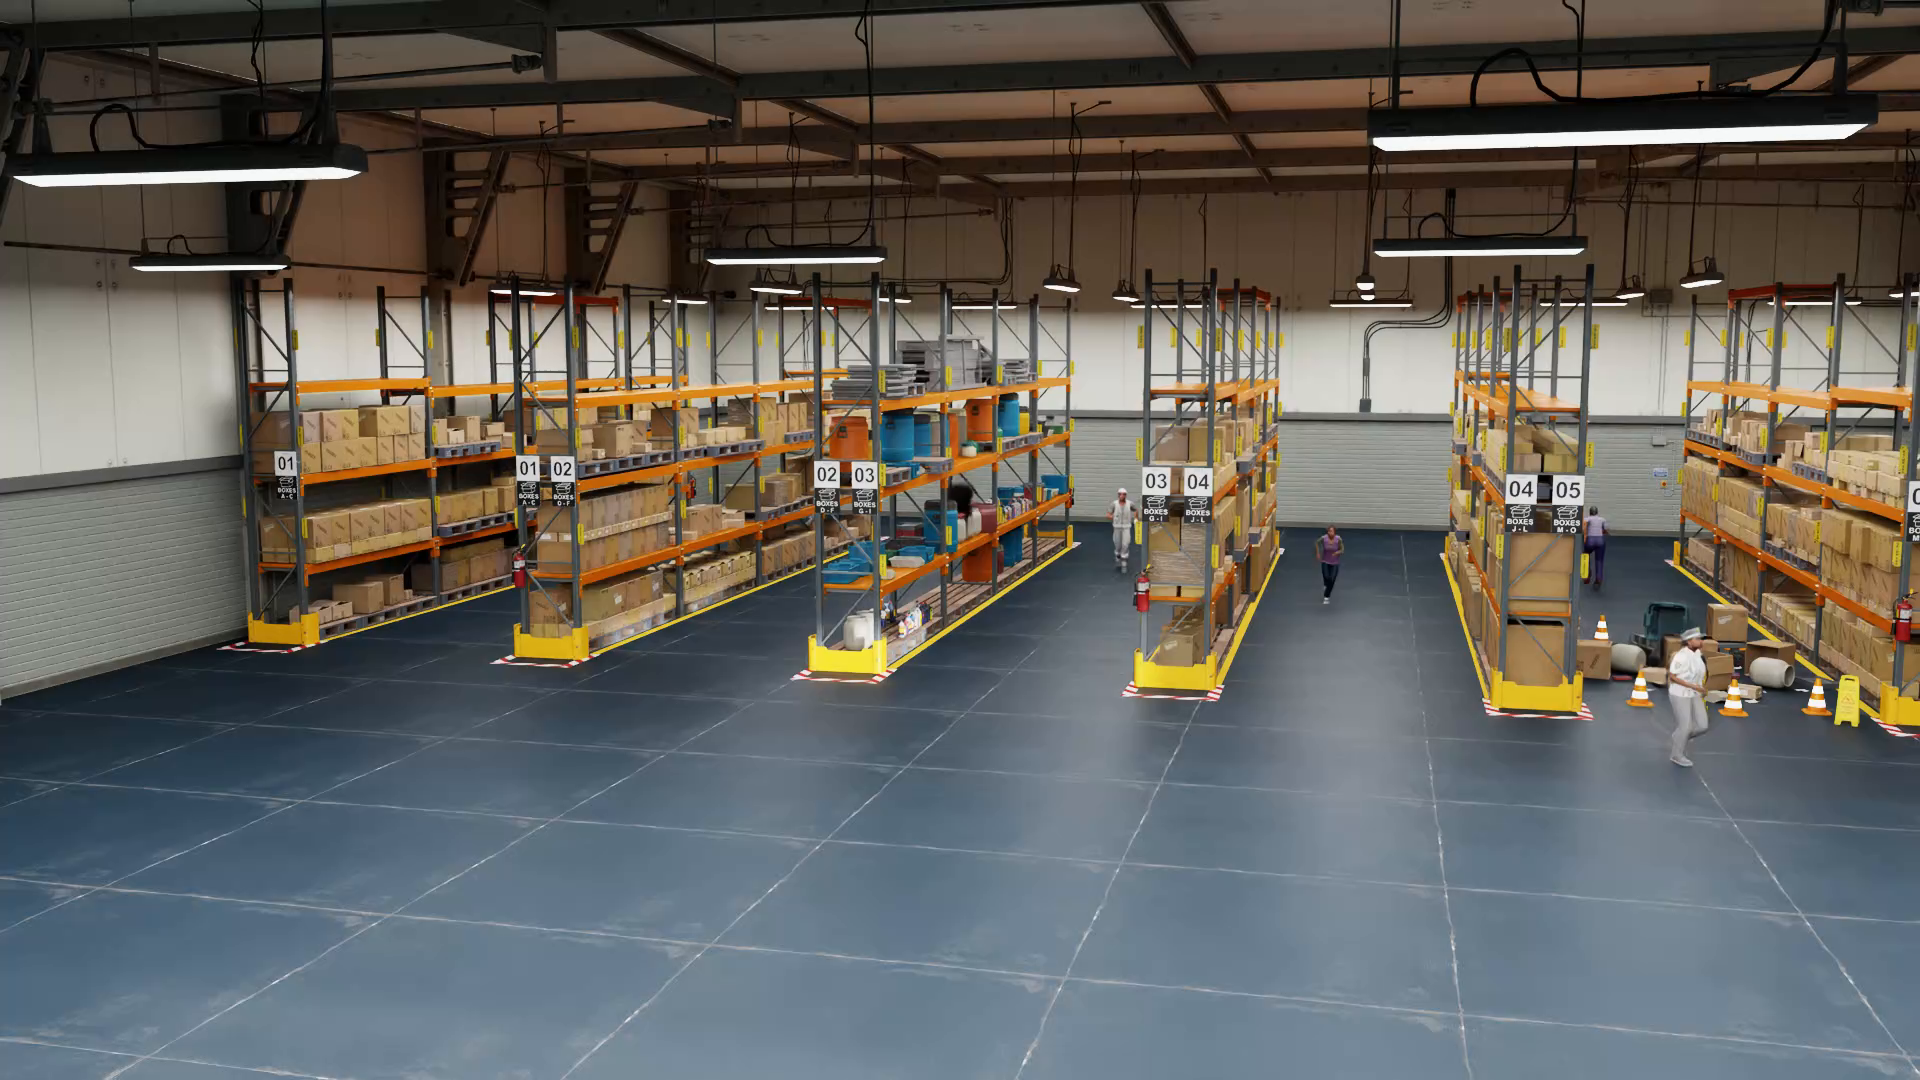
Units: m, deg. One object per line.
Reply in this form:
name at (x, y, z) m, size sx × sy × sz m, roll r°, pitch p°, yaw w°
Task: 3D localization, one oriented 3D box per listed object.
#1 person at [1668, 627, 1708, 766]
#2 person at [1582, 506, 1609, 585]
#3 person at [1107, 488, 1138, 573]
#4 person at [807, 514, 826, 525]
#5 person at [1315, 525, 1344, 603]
person at (8.598, 1.842, 19.582) m, size 0.564 × 1.669 × 0.553 m, roll -4°, pitch 8°, yaw -30°
person at (12.961, 0.150, 33.968) m, size 0.593 × 1.600 × 0.893 m, roll 1°, pitch 7°, yaw 10°
person at (3.530, -0.221, 36.205) m, size 0.680 × 1.839 × 0.831 m, roll 1°, pitch 7°, yaw 6°
person at (-3.696, -1.050, 43.594) m, size 0.823 × 1.708 × 0.596 m, roll 5°, pitch 8°, yaw 34°
person at (7.027, 0.467, 31.643) m, size 0.525 × 1.526 × 0.663 m, roll 1°, pitch 7°, yaw 7°
